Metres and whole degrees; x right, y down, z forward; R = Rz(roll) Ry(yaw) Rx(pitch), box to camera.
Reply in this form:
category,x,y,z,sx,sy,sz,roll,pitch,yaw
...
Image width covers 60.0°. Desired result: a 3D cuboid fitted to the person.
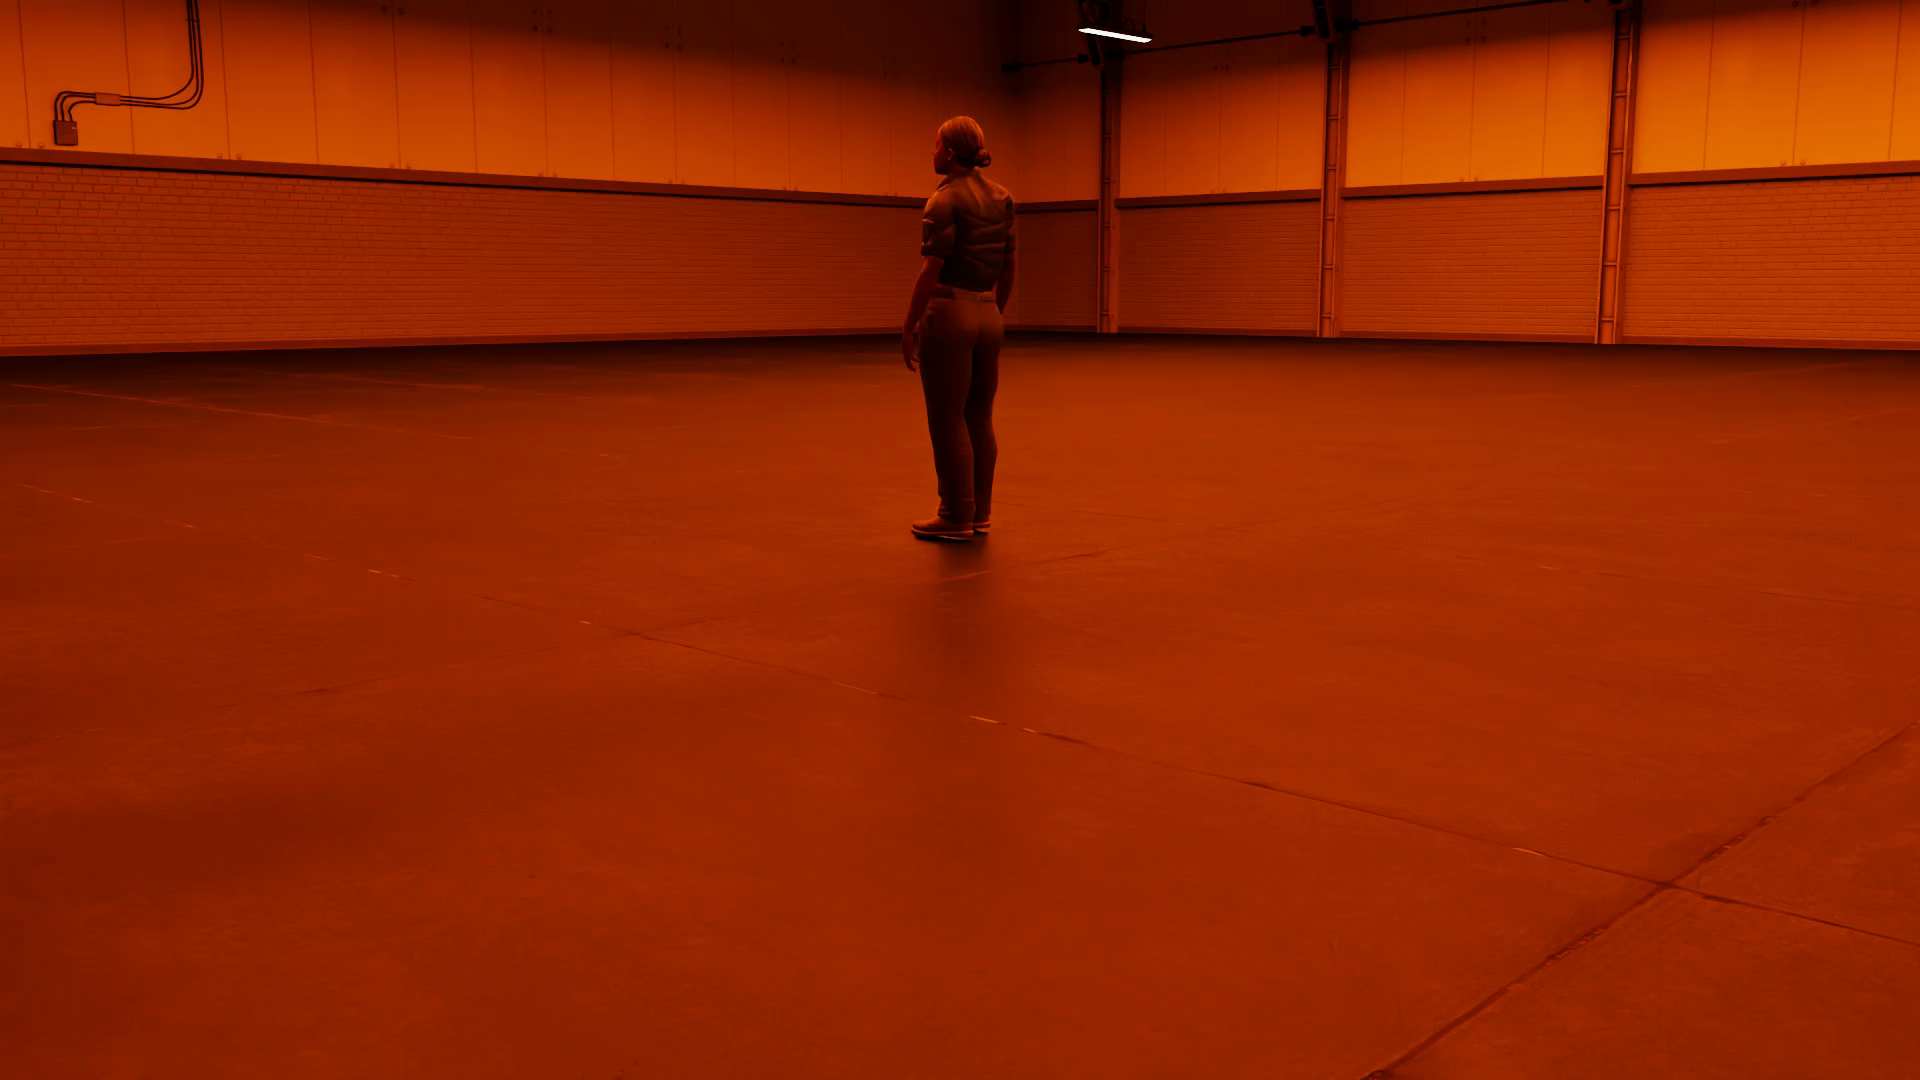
category,x,y,z,sx,sy,sz,roll,pitch,yaw
person,-0.049,-0.836,6.668,0.504,1.654,0.569,8,12,43
